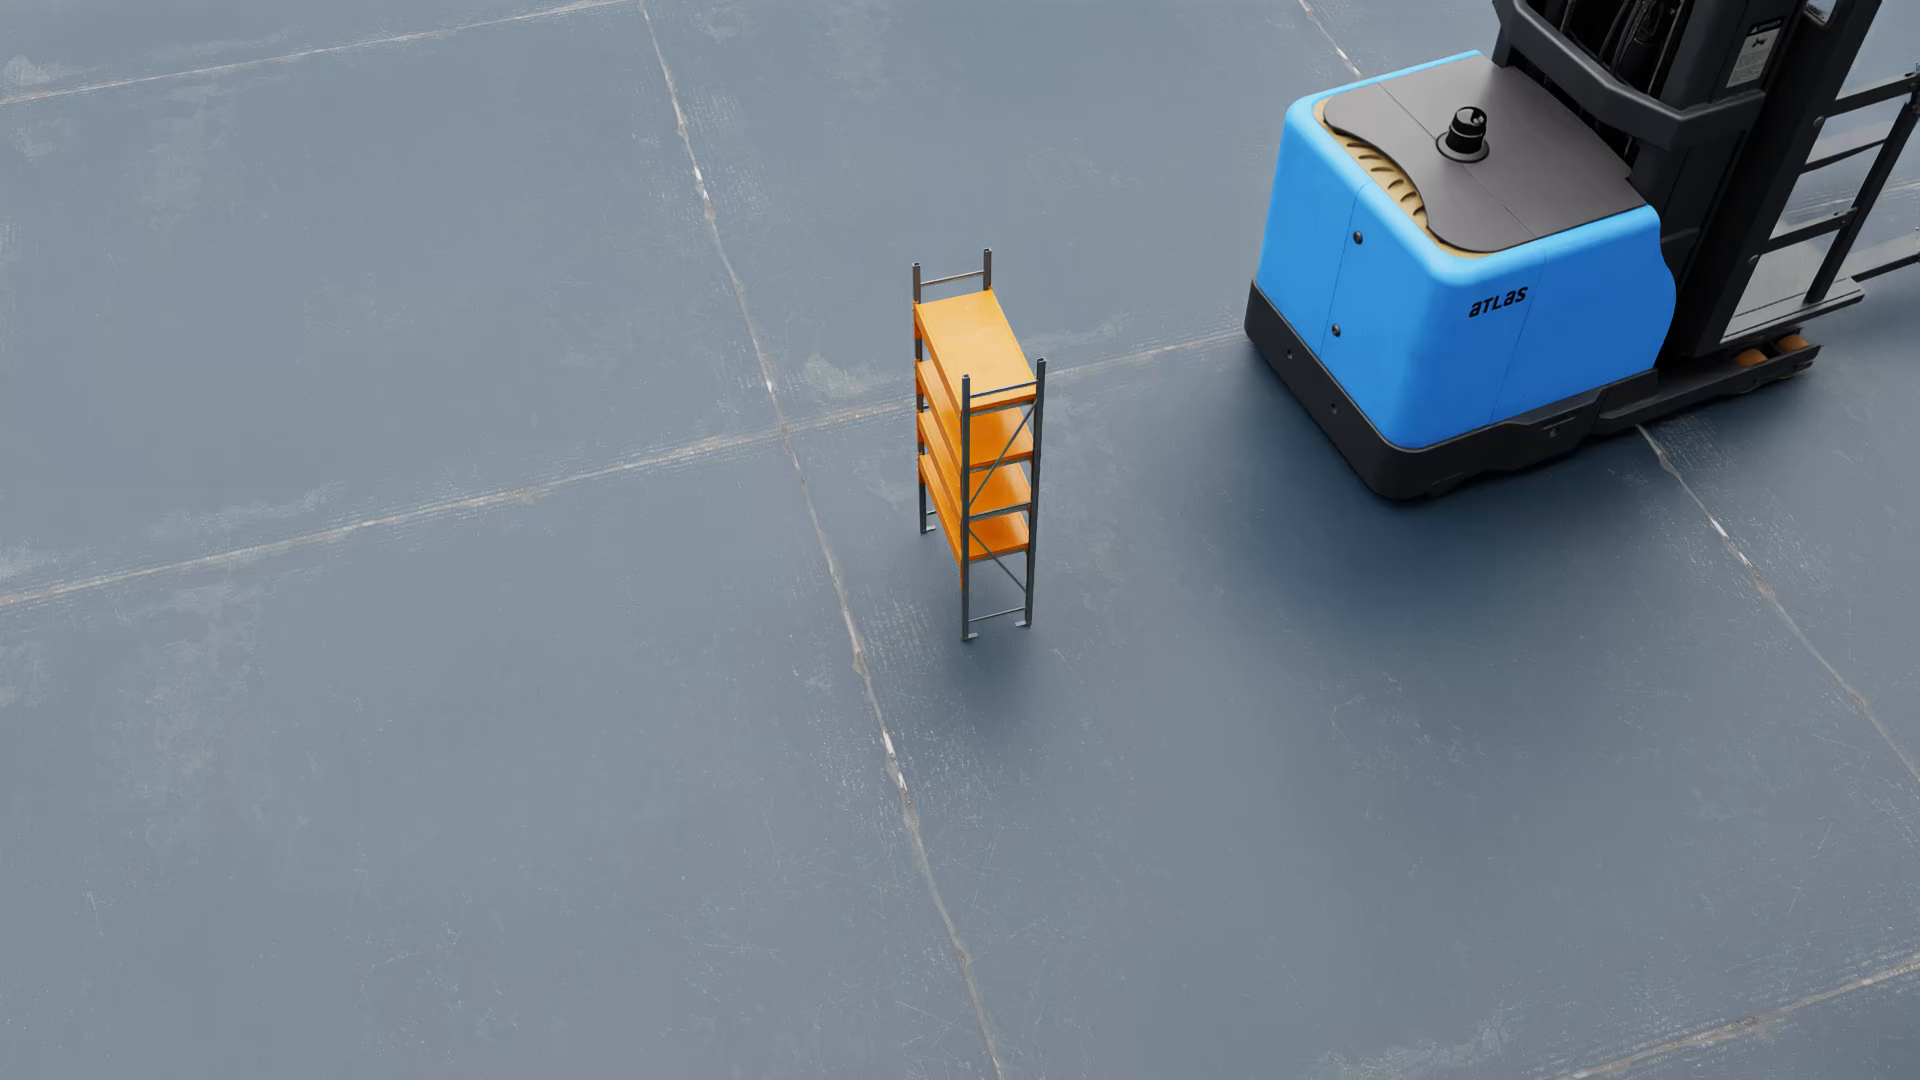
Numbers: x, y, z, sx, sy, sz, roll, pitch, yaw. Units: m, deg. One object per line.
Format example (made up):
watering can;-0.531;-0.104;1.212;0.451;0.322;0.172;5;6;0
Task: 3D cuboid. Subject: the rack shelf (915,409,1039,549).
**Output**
rack shelf;0.049;-0.222;5.241;0.258;0.148;0.480;-13;51;-11

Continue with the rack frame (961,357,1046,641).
rack frame;0.121;-0.088;5.039;0.240;1.200;0.015;-13;51;-11

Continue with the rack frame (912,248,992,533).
rack frame;-0.023;-0.444;5.340;0.240;1.200;0.015;-13;51;-11

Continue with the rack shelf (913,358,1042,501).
rack shelf;0.049;-0.367;5.070;0.258;0.148;0.480;-13;51;-11

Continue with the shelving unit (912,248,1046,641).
shelving unit;0.049;-0.266;5.189;0.258;1.200;0.503;-13;51;-11

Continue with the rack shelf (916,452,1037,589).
rack shelf;0.049;-0.094;5.393;0.258;0.148;0.480;-13;51;-11

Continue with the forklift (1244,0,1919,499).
forklift;2.646;-1.846;5.389;3.031;2.935;1.130;-19;52;-15

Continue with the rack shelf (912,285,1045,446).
rack shelf;0.049;-0.519;4.889;0.258;0.148;0.480;-13;51;-11
